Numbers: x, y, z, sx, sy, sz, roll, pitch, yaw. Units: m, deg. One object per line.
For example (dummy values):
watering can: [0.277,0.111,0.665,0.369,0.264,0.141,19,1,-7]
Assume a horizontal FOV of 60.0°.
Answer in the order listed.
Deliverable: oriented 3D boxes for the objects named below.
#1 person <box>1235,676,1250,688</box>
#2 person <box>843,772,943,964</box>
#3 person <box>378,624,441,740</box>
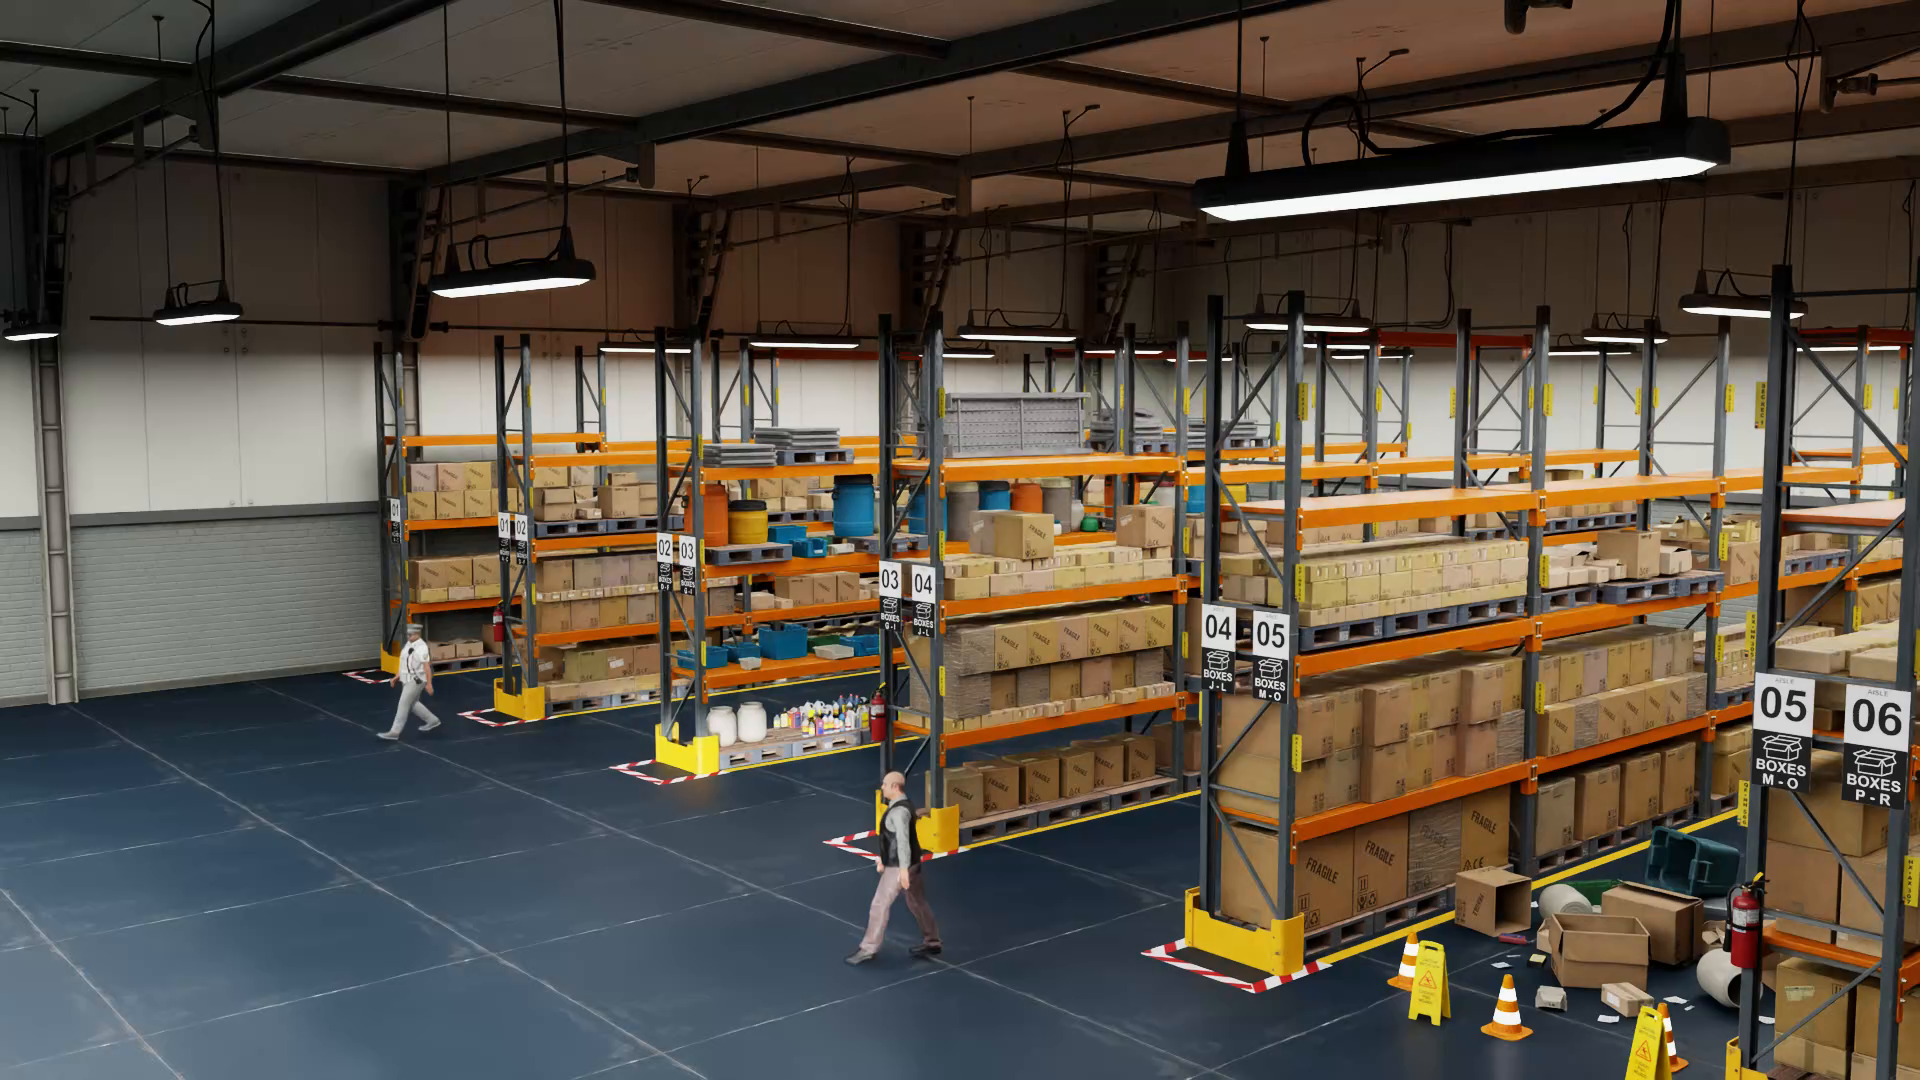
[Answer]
person: [3.616,2.487,20.487,0.608,1.651,0.501,-3,6,-31]
person: [-0.584,2.939,15.051,0.863,1.699,0.562,1,5,10]
person: [-8.136,2.084,24.567,0.993,1.709,0.630,-5,7,-43]
